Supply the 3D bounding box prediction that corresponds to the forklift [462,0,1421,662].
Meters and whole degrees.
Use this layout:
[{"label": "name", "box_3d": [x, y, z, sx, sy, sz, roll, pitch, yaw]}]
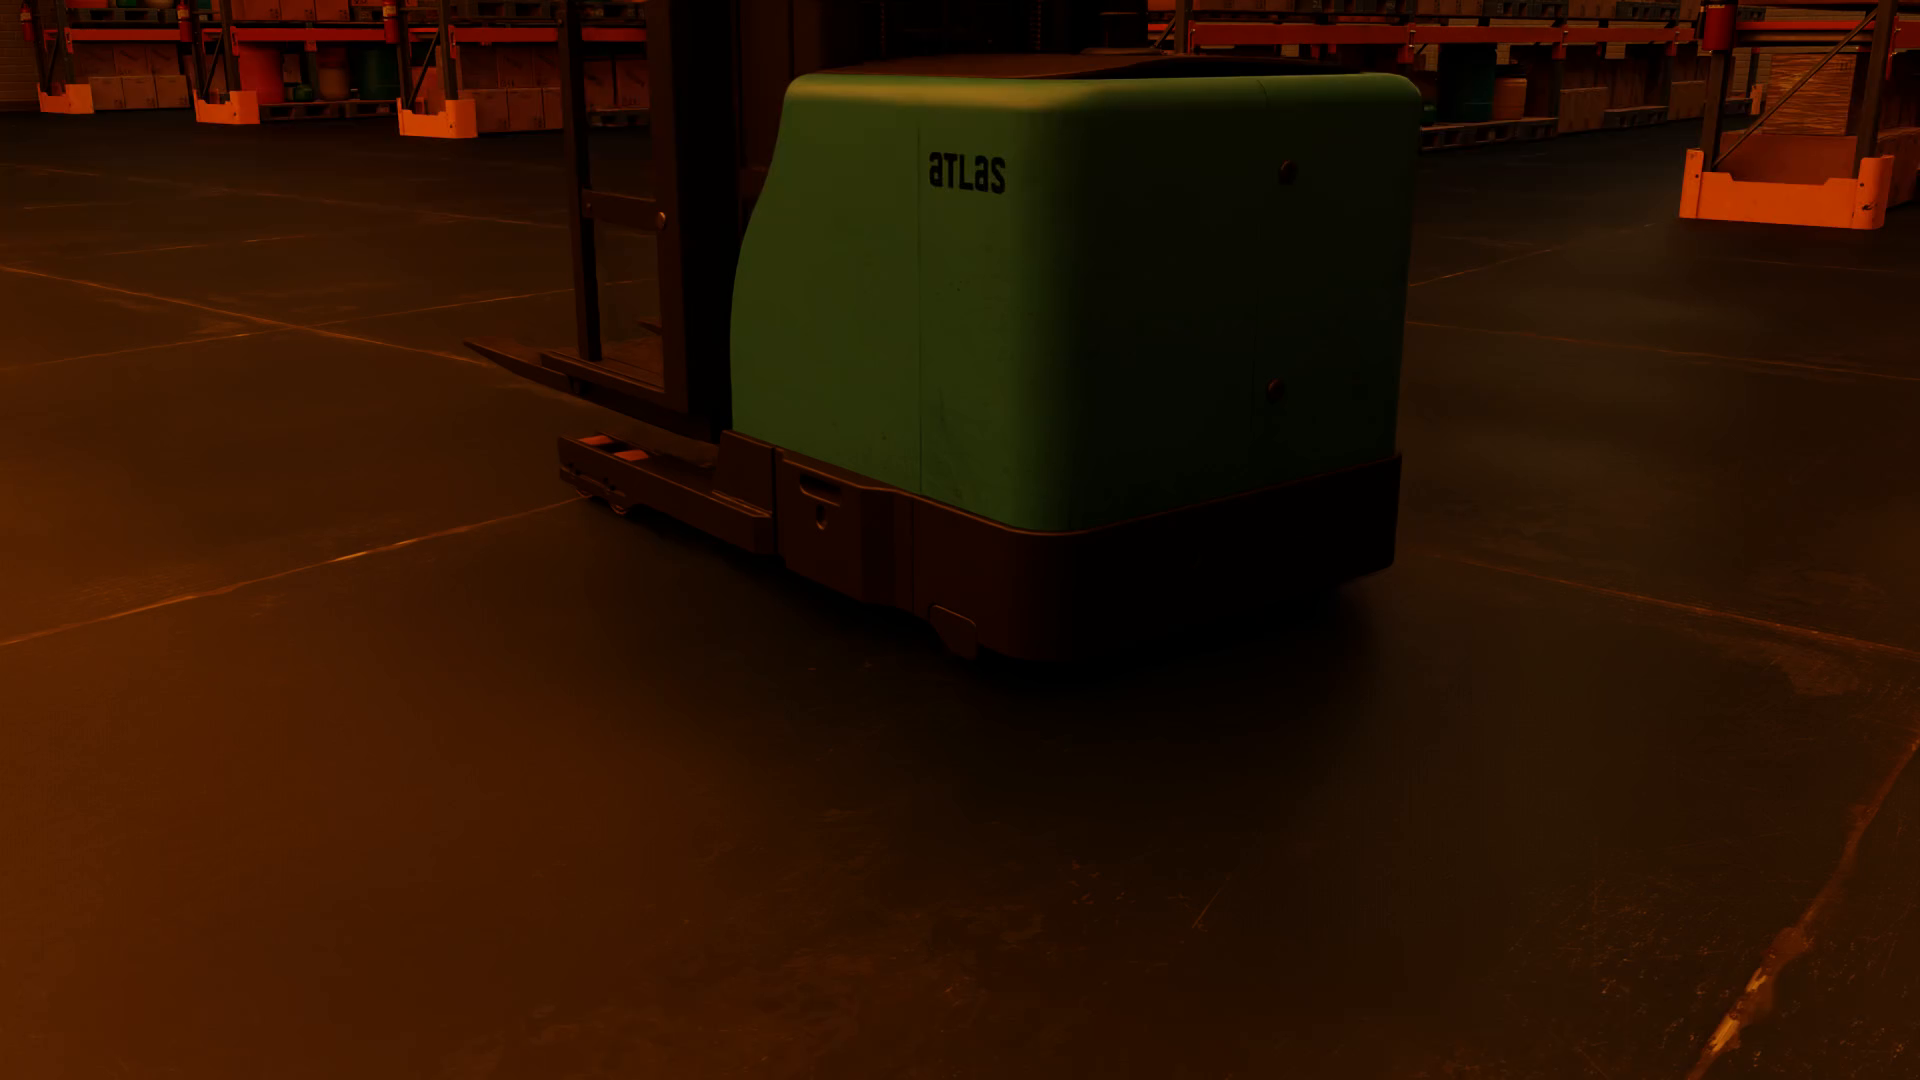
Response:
[{"label": "forklift", "box_3d": [-0.380, -1.541, 3.973, 1.130, 2.935, 3.031, -13, 21, -36]}]
